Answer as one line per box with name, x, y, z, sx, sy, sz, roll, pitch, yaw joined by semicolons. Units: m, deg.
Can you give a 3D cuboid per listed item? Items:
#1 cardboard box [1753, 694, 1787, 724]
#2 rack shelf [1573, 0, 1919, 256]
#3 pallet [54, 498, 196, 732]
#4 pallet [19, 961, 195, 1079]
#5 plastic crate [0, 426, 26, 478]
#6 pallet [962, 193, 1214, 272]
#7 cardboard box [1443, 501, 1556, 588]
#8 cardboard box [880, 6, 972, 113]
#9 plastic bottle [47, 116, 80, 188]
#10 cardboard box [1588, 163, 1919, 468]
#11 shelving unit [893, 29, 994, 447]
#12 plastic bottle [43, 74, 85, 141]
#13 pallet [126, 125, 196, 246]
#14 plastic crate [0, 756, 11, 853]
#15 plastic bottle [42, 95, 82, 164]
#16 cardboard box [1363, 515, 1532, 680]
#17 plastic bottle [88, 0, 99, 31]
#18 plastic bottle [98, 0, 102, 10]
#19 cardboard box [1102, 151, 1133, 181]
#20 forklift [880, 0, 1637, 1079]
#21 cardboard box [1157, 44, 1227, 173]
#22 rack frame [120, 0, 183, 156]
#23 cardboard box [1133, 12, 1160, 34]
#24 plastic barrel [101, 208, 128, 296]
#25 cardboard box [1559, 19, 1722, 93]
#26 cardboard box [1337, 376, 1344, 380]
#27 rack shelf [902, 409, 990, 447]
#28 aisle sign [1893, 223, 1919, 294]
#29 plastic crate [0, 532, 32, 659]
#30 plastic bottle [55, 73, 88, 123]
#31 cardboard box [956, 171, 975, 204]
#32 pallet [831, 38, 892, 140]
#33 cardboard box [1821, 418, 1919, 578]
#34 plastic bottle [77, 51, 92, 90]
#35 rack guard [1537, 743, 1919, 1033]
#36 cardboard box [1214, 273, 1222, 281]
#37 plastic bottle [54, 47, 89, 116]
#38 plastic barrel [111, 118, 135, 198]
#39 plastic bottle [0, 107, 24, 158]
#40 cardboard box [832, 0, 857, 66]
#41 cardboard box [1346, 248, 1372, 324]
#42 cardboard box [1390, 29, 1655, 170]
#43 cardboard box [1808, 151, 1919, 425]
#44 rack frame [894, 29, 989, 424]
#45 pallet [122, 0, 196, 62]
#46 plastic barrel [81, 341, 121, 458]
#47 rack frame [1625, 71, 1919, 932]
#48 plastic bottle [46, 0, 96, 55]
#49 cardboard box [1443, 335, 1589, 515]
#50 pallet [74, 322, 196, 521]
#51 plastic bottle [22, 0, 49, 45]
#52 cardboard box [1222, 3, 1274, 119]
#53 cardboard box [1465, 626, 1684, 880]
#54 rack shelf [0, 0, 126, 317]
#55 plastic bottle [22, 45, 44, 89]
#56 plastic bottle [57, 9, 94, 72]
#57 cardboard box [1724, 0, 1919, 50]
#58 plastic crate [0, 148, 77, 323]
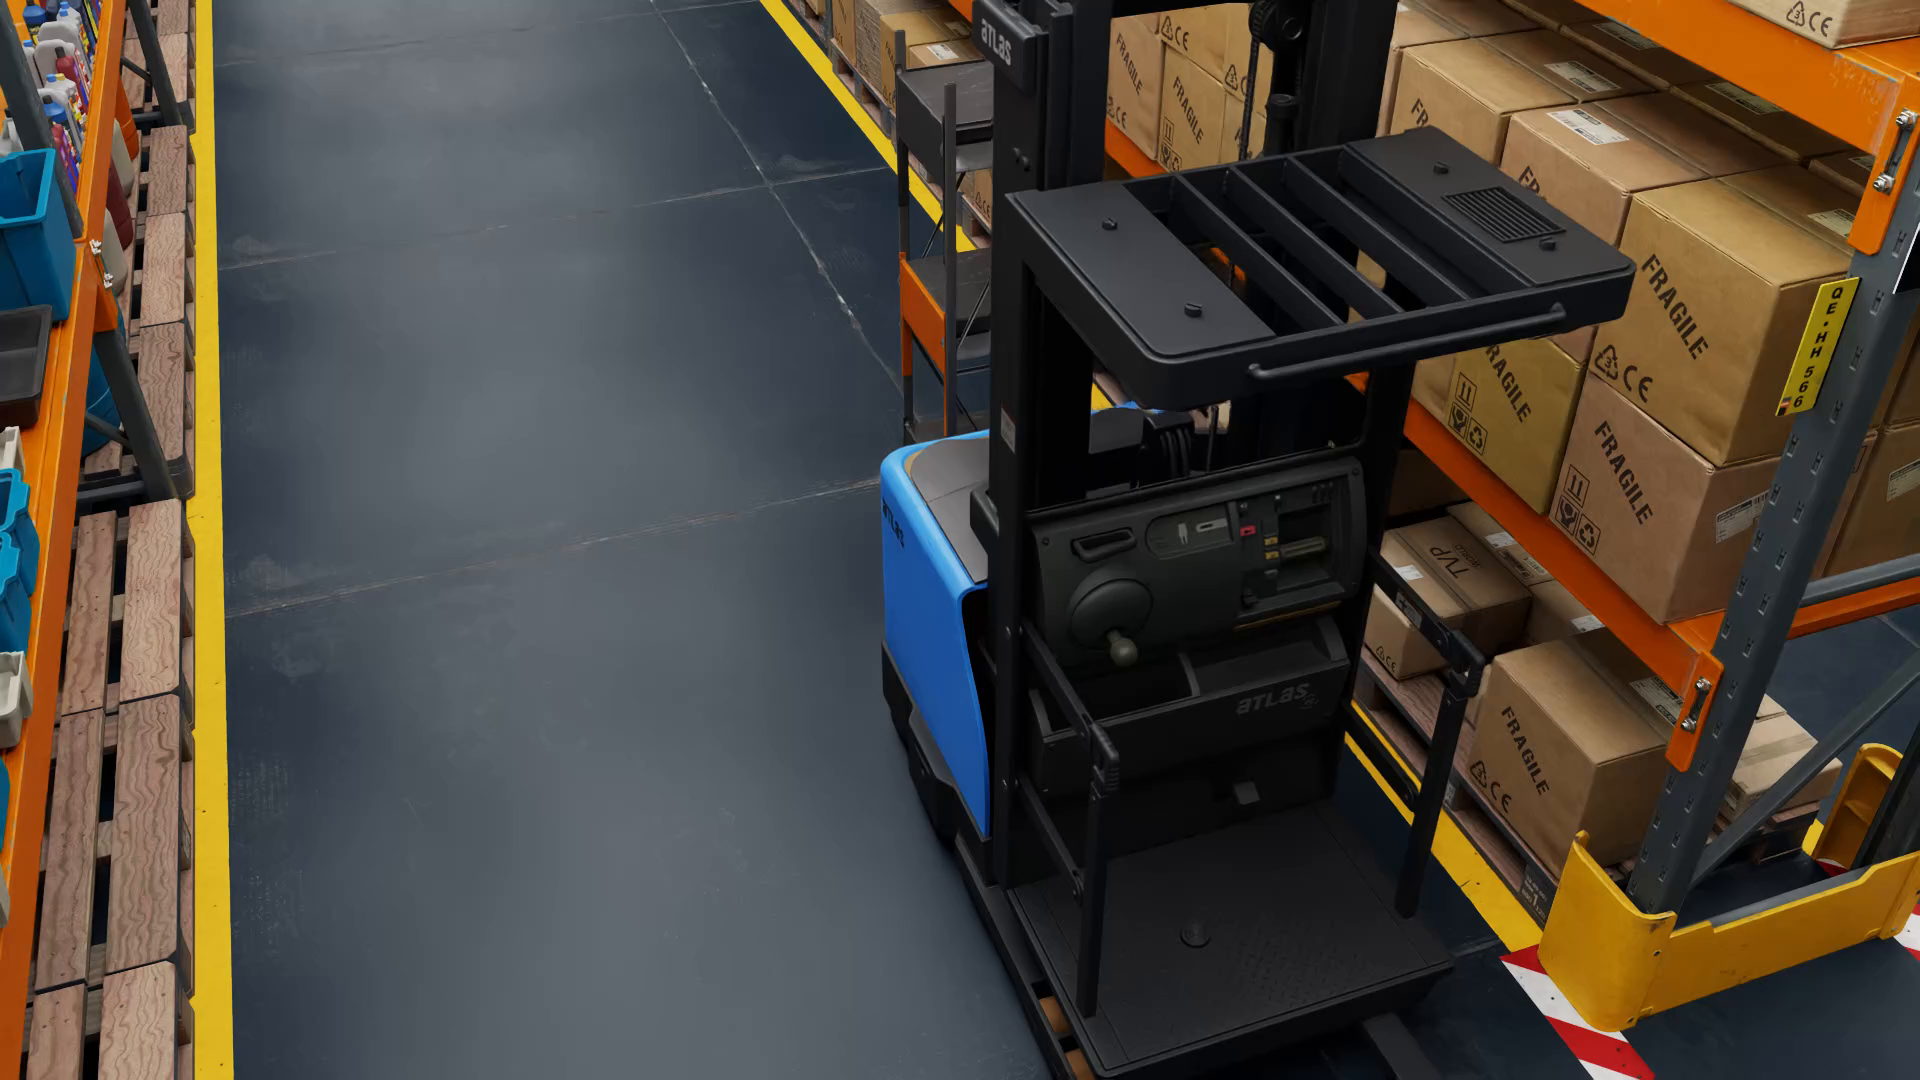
cardboard box;2.464;0.580;5.476;0.380;0.166;0.250;-12;39;-16
rack shelf;1.683;-1.967;4.973;1.077;0.370;4.000;-12;39;-16
pallet;-3.368;0.358;6.099;1.003;0.211;1.213;-12;39;-16
pallet;-2.528;1.737;4.269;1.003;0.211;1.213;-12;39;-16
plastic crate;-2.776;-0.160;4.639;0.293;0.136;0.466;-12;39;-16
pallet;0.680;-1.524;8.598;1.003;0.211;1.213;-12;39;-16
cardboard box;2.107;0.065;6.090;0.500;0.250;0.500;-12;39;-16
cardboard box;-0.140;-2.728;9.590;0.500;0.500;0.500;-13;39;-17
plastic bottle;-3.429;-1.487;6.328;0.061;0.283;0.133;-12;39;-16
cardboard box;1.960;-0.560;4.087;0.500;0.500;0.500;-13;39;-16
shelving unit;0.057;-0.745;5.994;0.431;2.100;0.503;-12;39;-16
plastic bottle;-3.599;-1.730;6.660;0.097;0.271;0.097;0;37;0
pallet;-4.723;-1.872;9.060;1.003;0.211;1.213;-12;39;-16
plastic crate;-2.283;0.560;3.602;0.416;0.233;0.300;-12;39;-16
plastic bottle;-3.519;-1.599;6.486;0.097;0.271;0.097;0;37;0
cardboard box;1.654;0.197;5.915;0.500;0.250;0.500;-12;39;-16
plastic bottle;-4.085;-2.518;7.641;0.144;0.351;0.185;-12;39;-16
plastic bottle;-4.157;-2.619;7.899;0.097;0.201;0.097;0;37;0
cardboard box;0.556;-1.583;8.070;0.500;0.500;0.500;-13;39;-16
forklift;0.710;0.129;4.142;1.130;2.935;3.031;-12;39;-16
cardboard box;1.094;-1.593;6.289;0.500;0.500;0.500;-12;39;-15
rack frame;-5.033;-3.422;8.801;1.000;3.000;0.127;-12;39;-16
cardboard box;0.893;-2.301;6.398;0.500;0.500;0.500;-11;38;-15
plastic barrel;-4.182;-1.385;7.815;0.421;0.512;0.421;0;37;0
cardboard box;2.112;-1.249;5.000;0.500;0.500;0.500;-12;39;-15
cardboard box;1.716;-0.601;6.924;0.500;0.311;0.500;-12;39;-16
rack shelf;0.057;-0.175;6.423;0.431;0.518;0.480;-12;39;-16
aisle sign;2.107;-0.863;3.242;0.394;0.787;0.004;-12;39;-16
plastic crate;-2.509;0.188;4.096;0.416;0.233;0.300;-12;39;-16
plastic bottle;-3.666;-1.812;6.827;0.097;0.201;0.097;0;37;0
cardboard box;0.222;-2.147;8.820;0.500;0.500;0.500;-12;39;-15
pallet;-0.160;-2.902;10.428;1.003;0.211;1.213;-12;39;-16
cardboard box;2.466;-0.272;4.535;0.500;0.500;0.500;-12;39;-15
plastic bottle;-3.791;-2.018;7.101;0.097;0.201;0.097;0;37;0
rack guard;2.345;1.029;4.969;1.175;0.500;0.348;-12;39;-16
cardboard box;0.936;-1.006;7.462;0.500;0.311;0.500;-12;39;-16
plastic bottle;-3.688;-1.913;6.894;0.061;0.283;0.133;-12;39;-16
plastic barrel;-4.571;-2.023;8.662;0.421;0.512;0.421;0;37;0
plastic bottle;-3.488;-1.432;6.199;0.144;0.351;0.185;-12;39;-16
cardboard box;-0.493;-3.307;10.359;0.500;0.500;0.500;-11;38;-14
cardboard box;1.440;-1.023;5.532;0.500;0.500;0.500;-13;39;-17
cardboard box;1.603;-1.138;4.853;0.500;0.500;0.500;-11;38;-15
cardboard box;2.466;-0.671;4.234;0.500;0.500;0.500;-11;38;-15
rack frame;-0.027;-0.883;6.177;0.400;2.100;0.015;-12;39;-16
pallet;-5.680;-3.442;11.145;1.003;0.211;1.213;-12;39;-16
plastic barrel;-3.828;-0.803;6.718;0.600;0.901;0.708;-12;39;-16
rack frame;2.372;0.073;4.160;1.000;3.000;0.127;-12;39;-16
plastic bottle;-3.975;-2.339;7.403;0.144;0.351;0.185;-12;39;-16
cardboard box;1.780;-0.456;4.779;0.500;0.500;0.500;-12;39;-16
pallet;-3.883;-0.494;7.230;1.003;0.211;1.213;-12;39;-16
plastic bottle;-4.074;-2.257;7.360;0.097;0.271;0.097;0;37;0
cardboard box;1.248;-1.719;5.625;0.500;0.500;0.500;-14;39;-17
cardboard box;1.953;0.640;5.119;0.500;0.500;0.500;-12;39;-16
rack shelf;-4.345;-2.005;7.517;1.077;0.370;4.000;-12;39;-16
plastic bottle;-3.920;-1.945;6.942;0.152;0.276;0.135;-12;39;-16
plastic bottle;-3.871;-2.177;7.254;0.097;0.271;0.097;0;37;0
cardboard box;1.947;-1.301;3.615;0.500;0.250;0.500;-12;39;-16
plastic crate;-3.176;-0.987;5.531;0.392;0.384;0.575;-12;39;-16
